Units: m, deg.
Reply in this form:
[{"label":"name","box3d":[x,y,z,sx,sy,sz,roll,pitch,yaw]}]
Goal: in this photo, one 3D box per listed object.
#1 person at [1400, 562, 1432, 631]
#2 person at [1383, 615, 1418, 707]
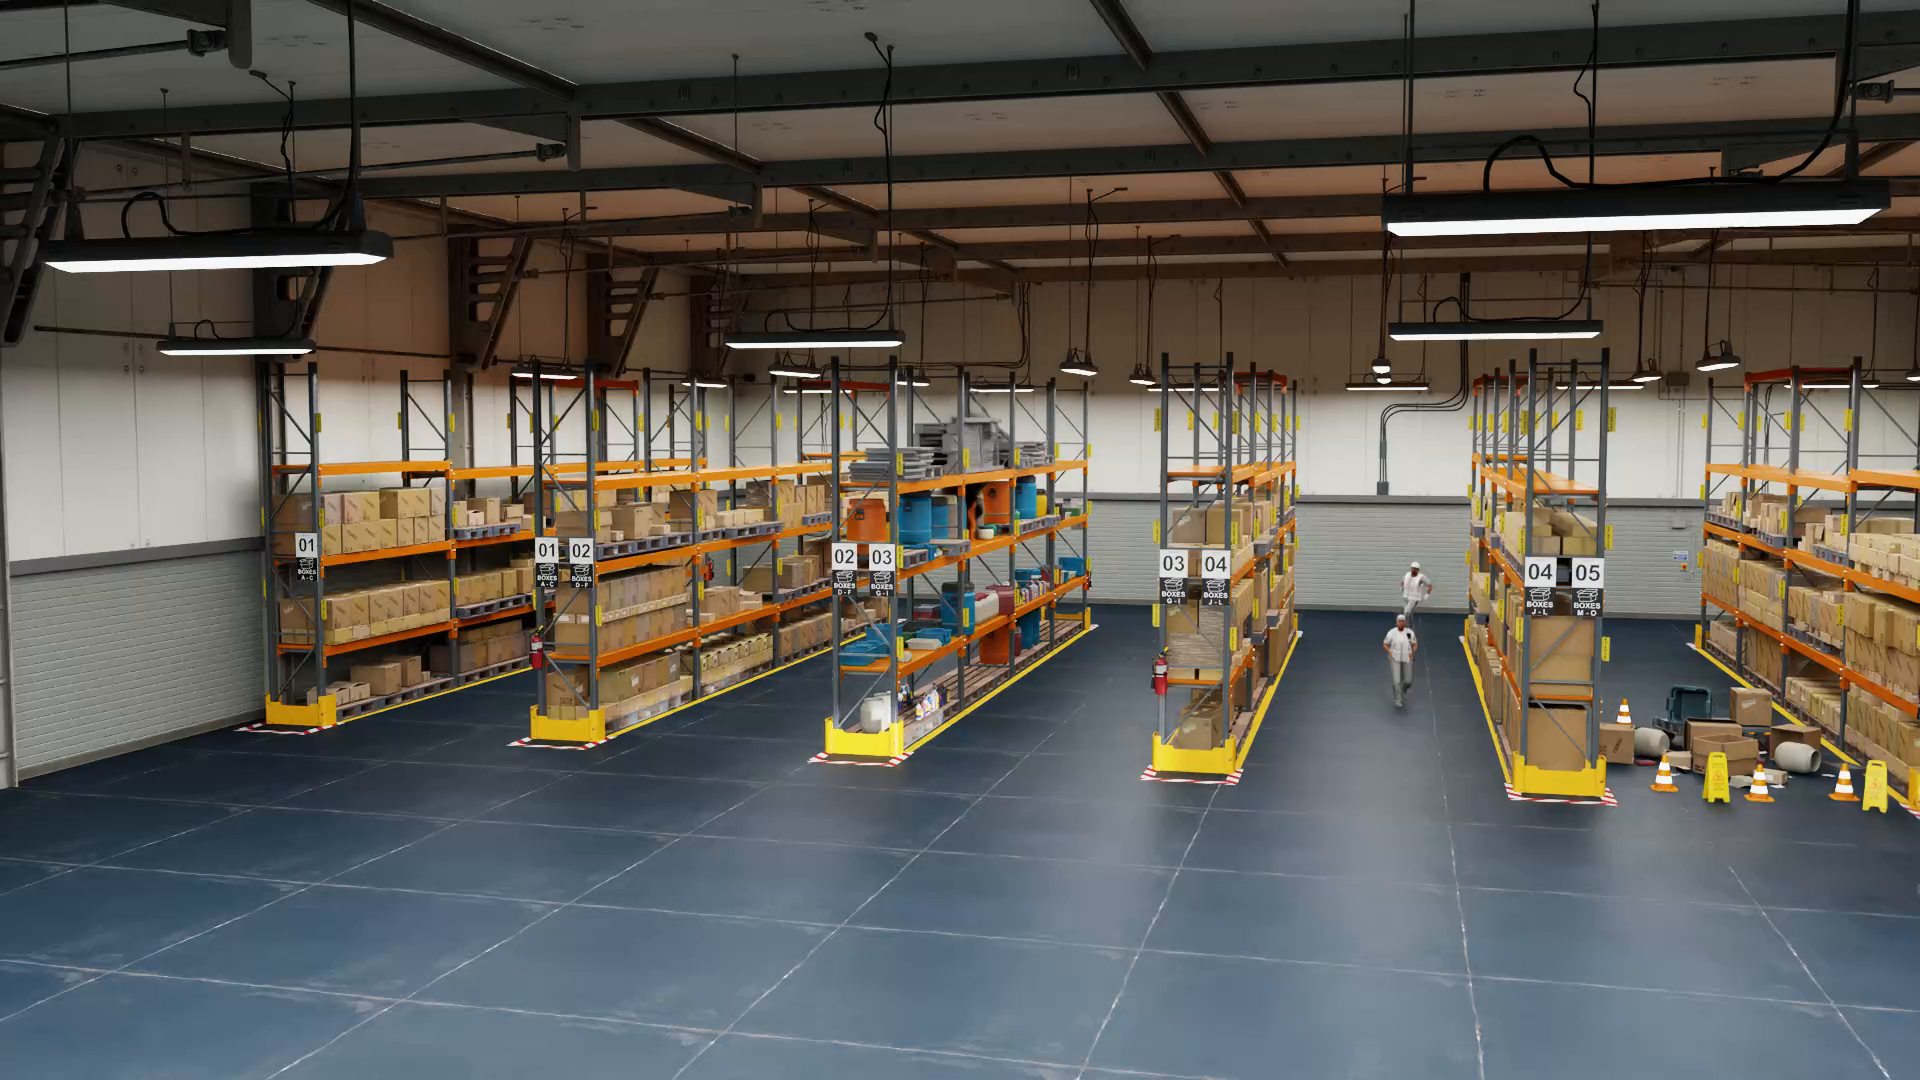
[{"label":"person","box3d":[10.493,1.385,38.633,0.872,1.773,0.776,-3,5,-37]},{"label":"person","box3d":[7.780,2.125,29.363,0.604,1.609,0.523,1,4,9]}]
